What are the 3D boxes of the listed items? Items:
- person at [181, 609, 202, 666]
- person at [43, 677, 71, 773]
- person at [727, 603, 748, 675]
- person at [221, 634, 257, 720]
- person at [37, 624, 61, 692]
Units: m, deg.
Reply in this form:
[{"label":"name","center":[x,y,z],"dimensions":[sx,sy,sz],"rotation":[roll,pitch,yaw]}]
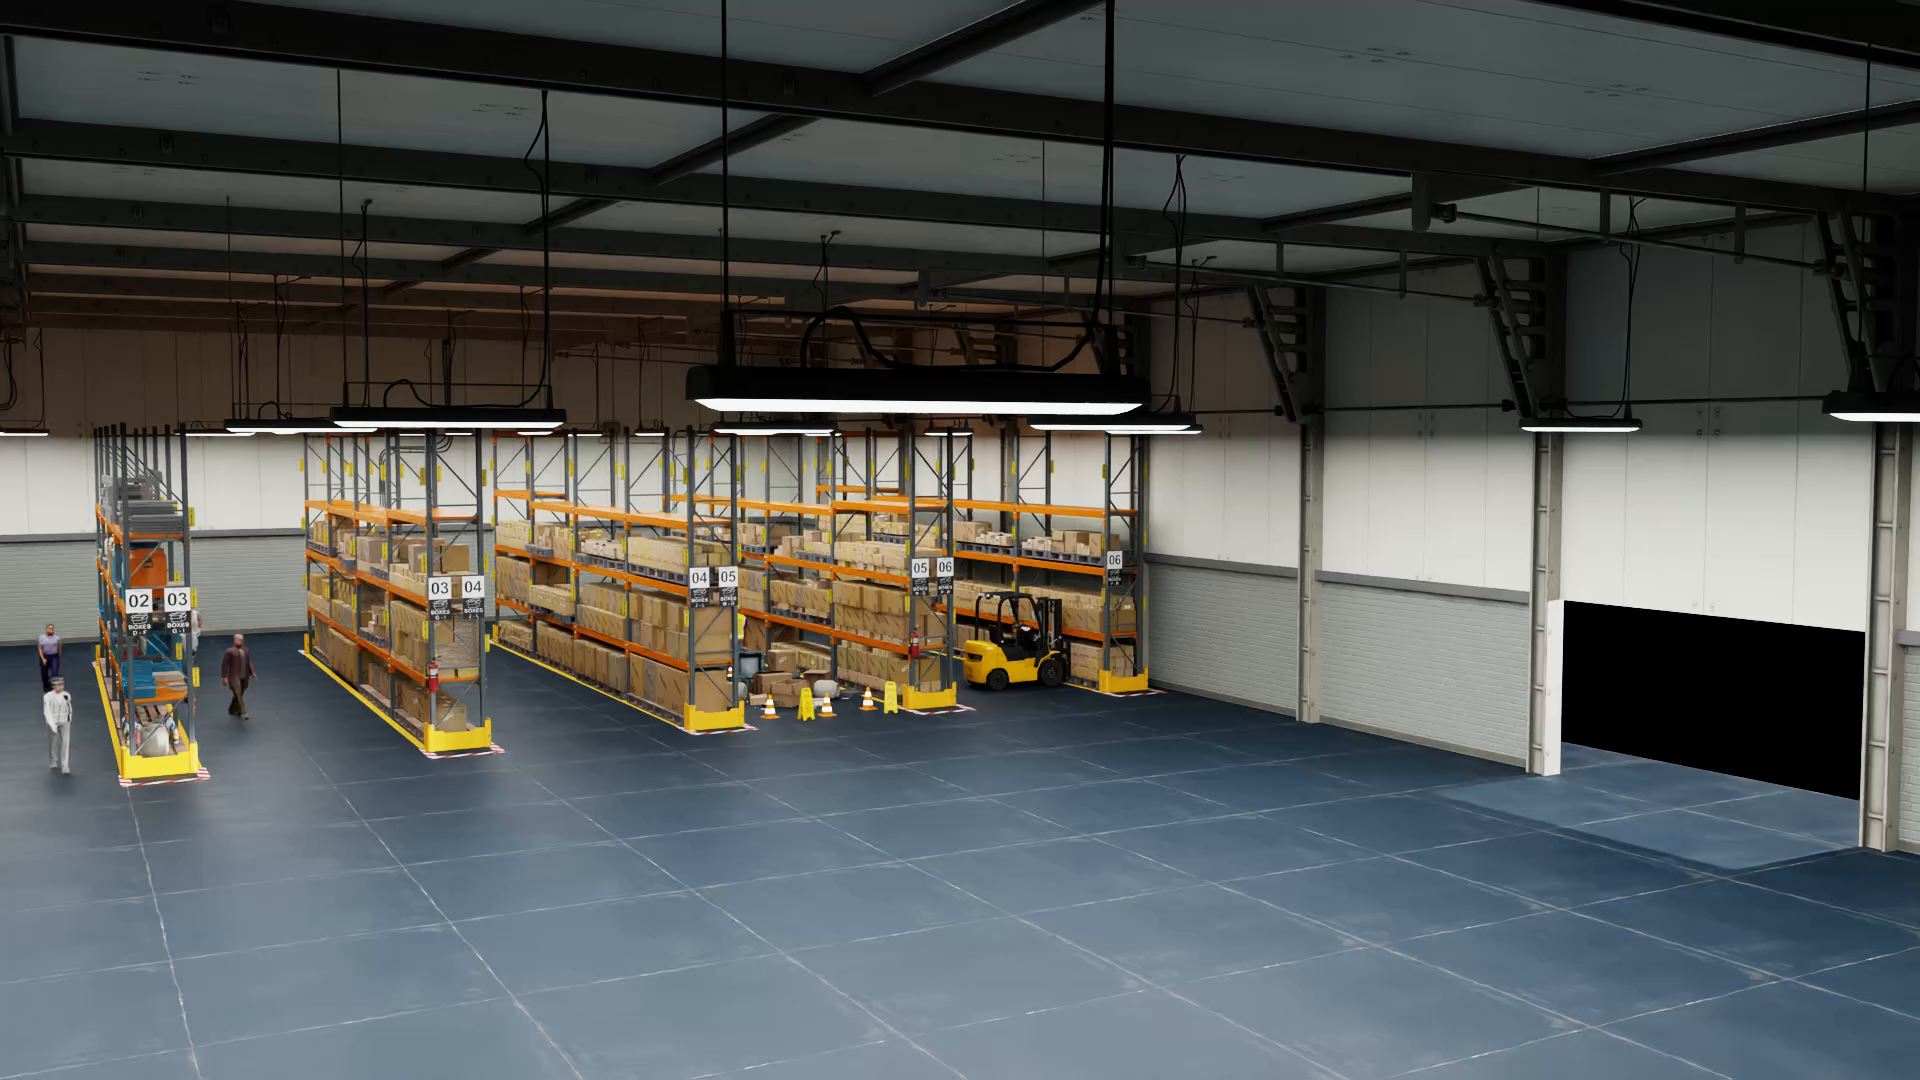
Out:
[{"label":"person","center":[-19.336,2.364,41.682],"dimensions":[0.619,1.683,0.632],"rotation":[-1,4,-21]},{"label":"person","center":[-15.541,3.160,28.689],"dimensions":[0.467,1.615,0.935],"rotation":[-3,4,-40]},{"label":"person","center":[-5.418,2.399,40.189],"dimensions":[0.618,1.762,0.455],"rotation":[-2,4,-32]},{"label":"person","center":[-14.646,2.782,33.835],"dimensions":[1.106,1.728,0.637],"rotation":[2,4,33]},{"label":"person","center":[-20.417,2.668,37.298],"dimensions":[0.470,1.571,1.012],"rotation":[-2,4,-30]}]
